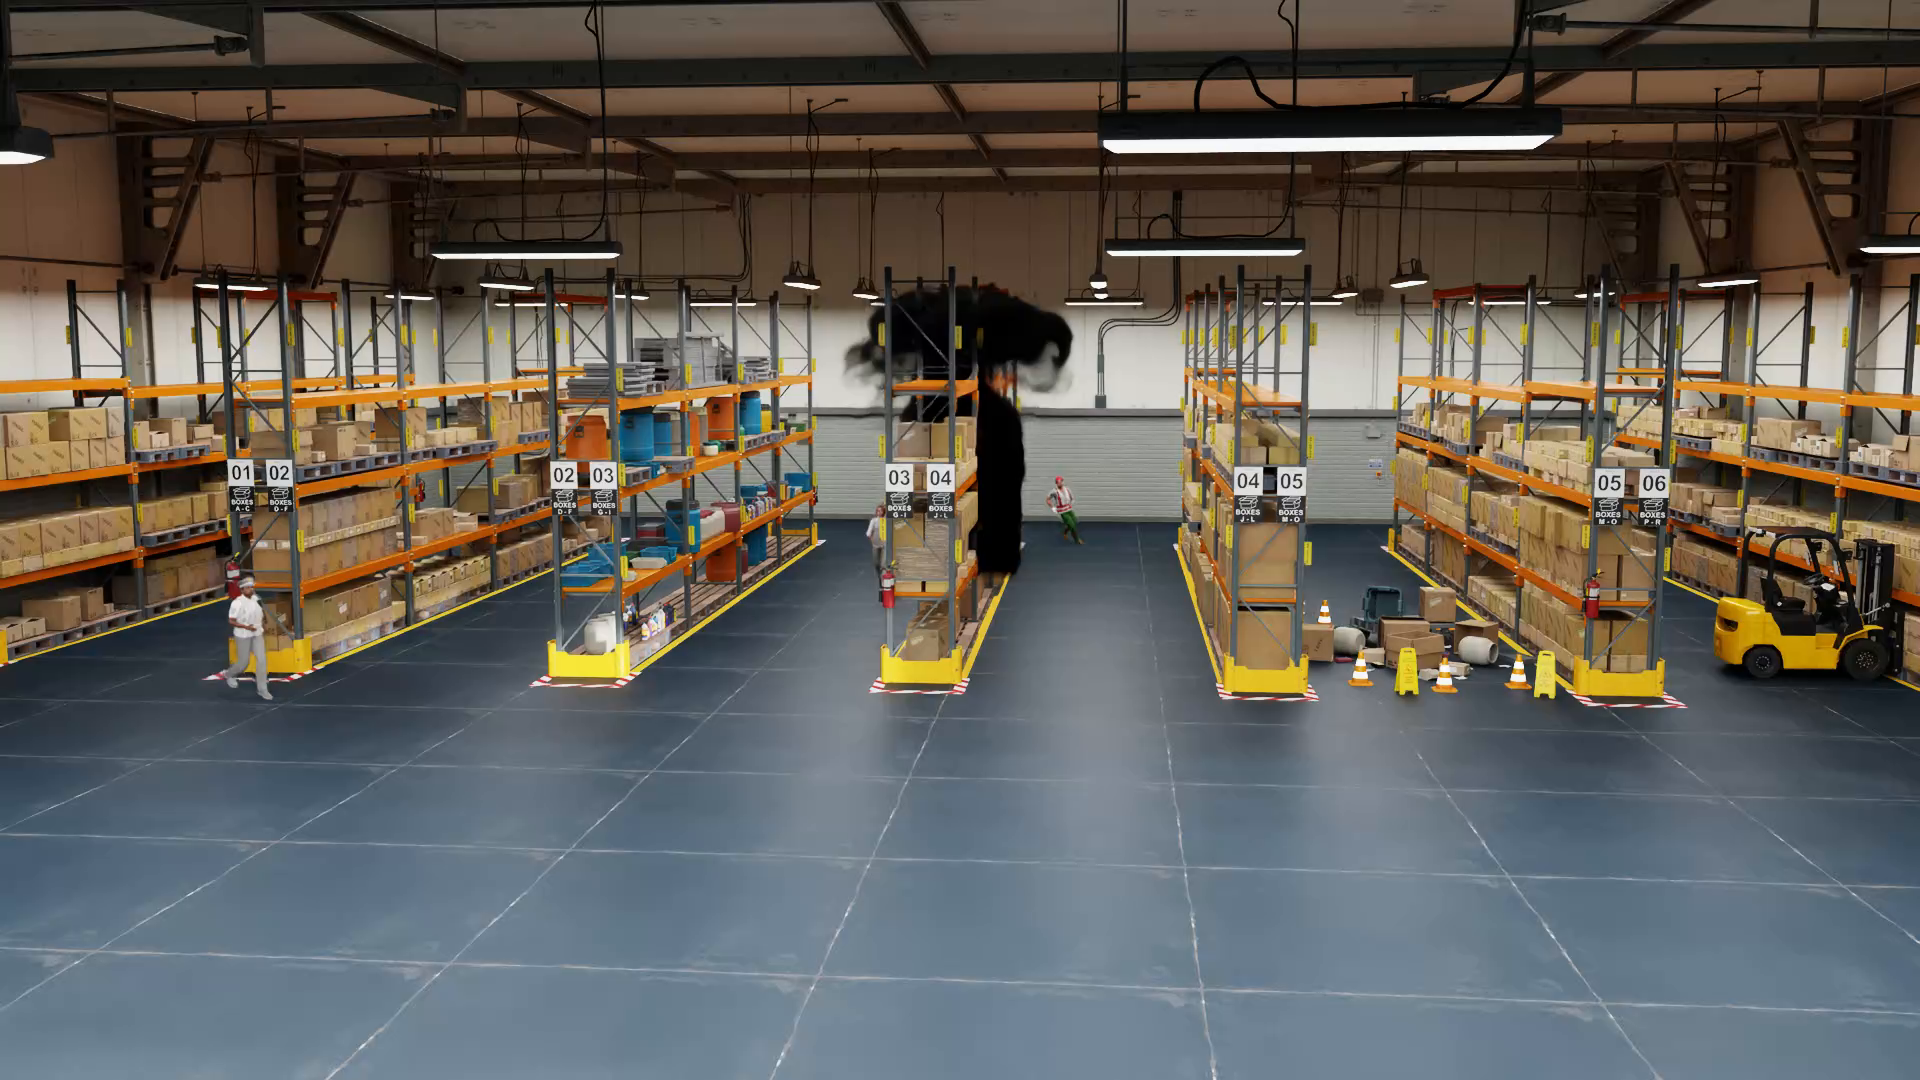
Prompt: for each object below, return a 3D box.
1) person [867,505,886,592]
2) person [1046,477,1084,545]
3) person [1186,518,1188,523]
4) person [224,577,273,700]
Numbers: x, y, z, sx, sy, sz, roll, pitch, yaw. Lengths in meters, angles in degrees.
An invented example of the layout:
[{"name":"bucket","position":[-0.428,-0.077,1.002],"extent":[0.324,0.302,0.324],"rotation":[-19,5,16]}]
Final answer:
[{"name":"person","position":[-1.477,0.141,31.197],"extent":[0.546,1.599,0.734],"rotation":[0,7,1]},{"name":"person","position":[2.533,-0.715,40.387],"extent":[0.786,1.686,0.705],"rotation":[-5,9,-37]},{"name":"person","position":[5.853,-0.775,40.771],"extent":[0.633,1.681,0.663],"rotation":[-3,8,-26]},{"name":"person","position":[-9.946,1.362,23.231],"extent":[0.876,1.711,0.597],"rotation":[4,8,30]}]
